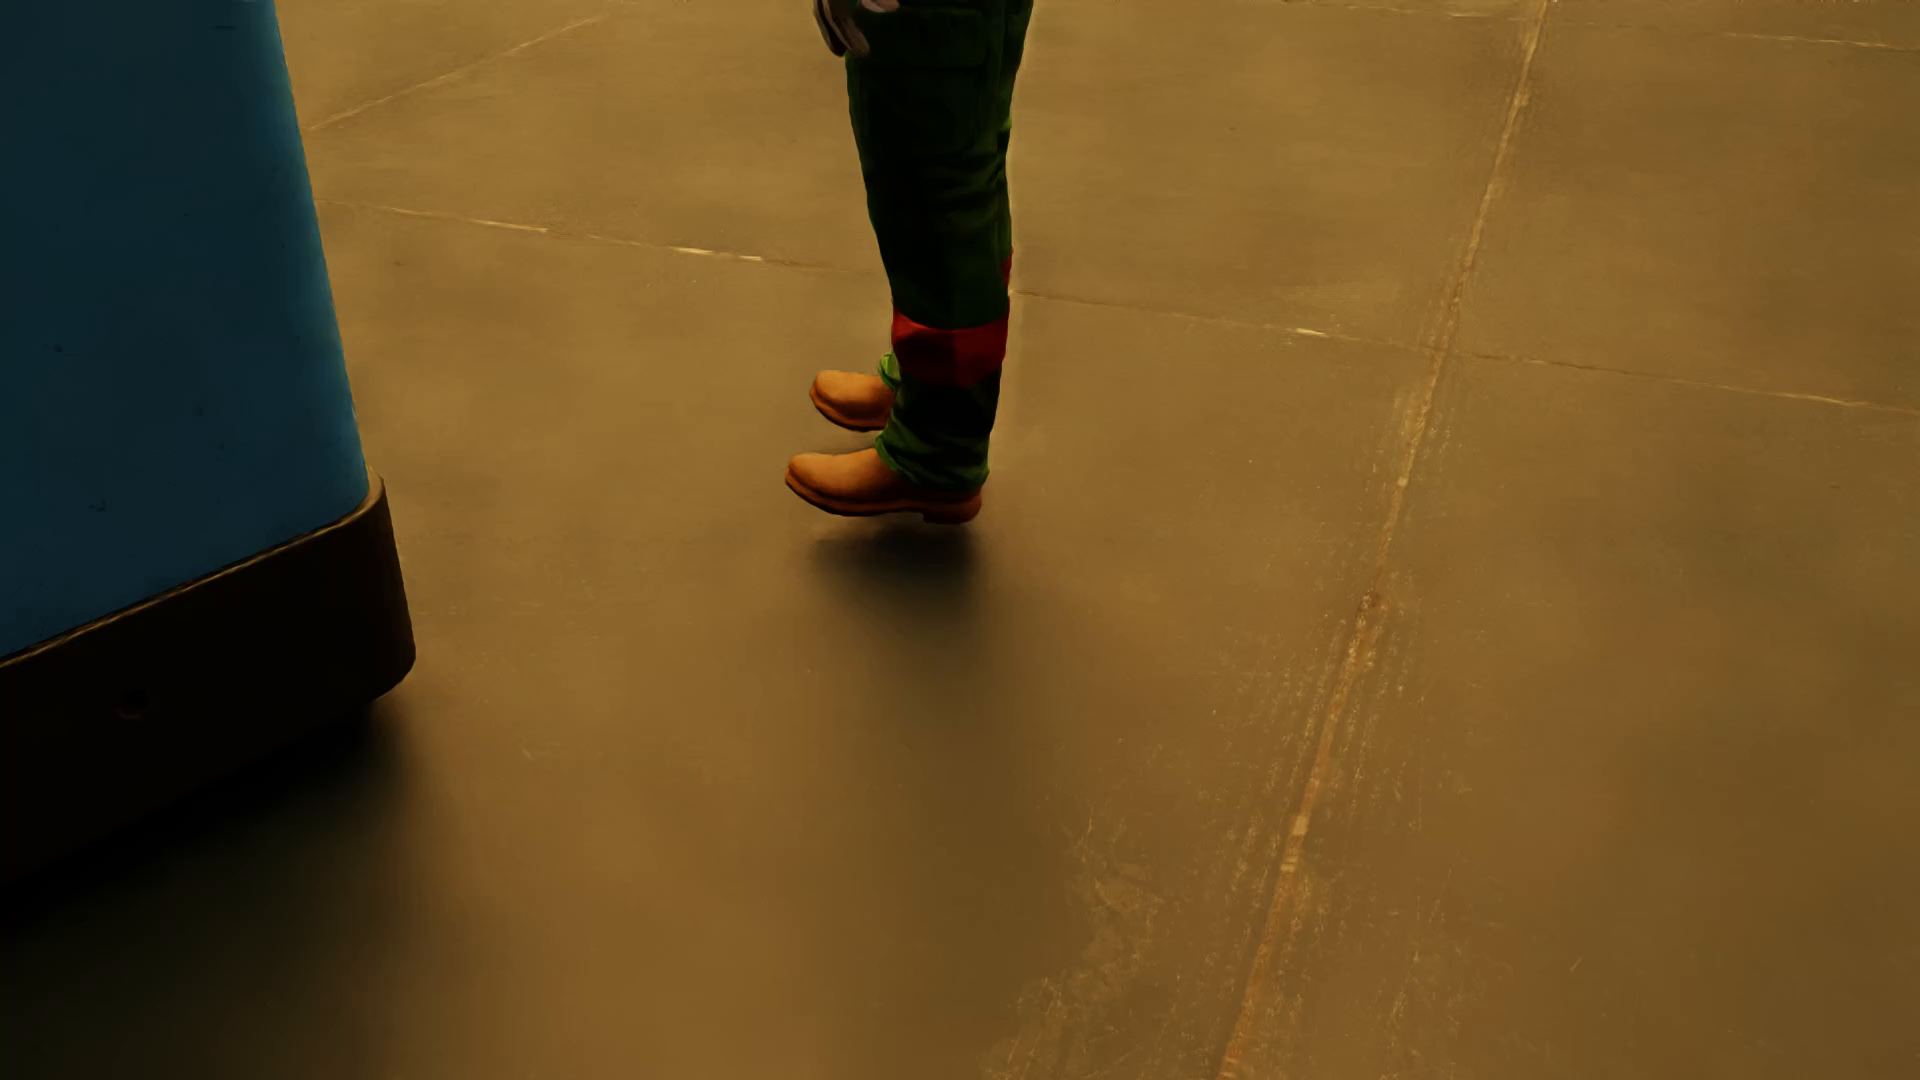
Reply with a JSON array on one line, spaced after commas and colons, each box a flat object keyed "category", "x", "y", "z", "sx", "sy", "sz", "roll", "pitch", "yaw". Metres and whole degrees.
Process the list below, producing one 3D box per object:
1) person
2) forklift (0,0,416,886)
[{"category": "person", "x": -0.076, "y": -0.835, "z": 2.066, "sx": 0.556, "sy": 1.787, "sz": 0.635, "roll": 10, "pitch": 31, "yaw": 17}, {"category": "forklift", "x": -2.133, "y": -1.345, "z": 1.901, "sx": 3.031, "sy": 2.935, "sz": 1.130, "roll": 23, "pitch": 37, "yaw": 34}]
